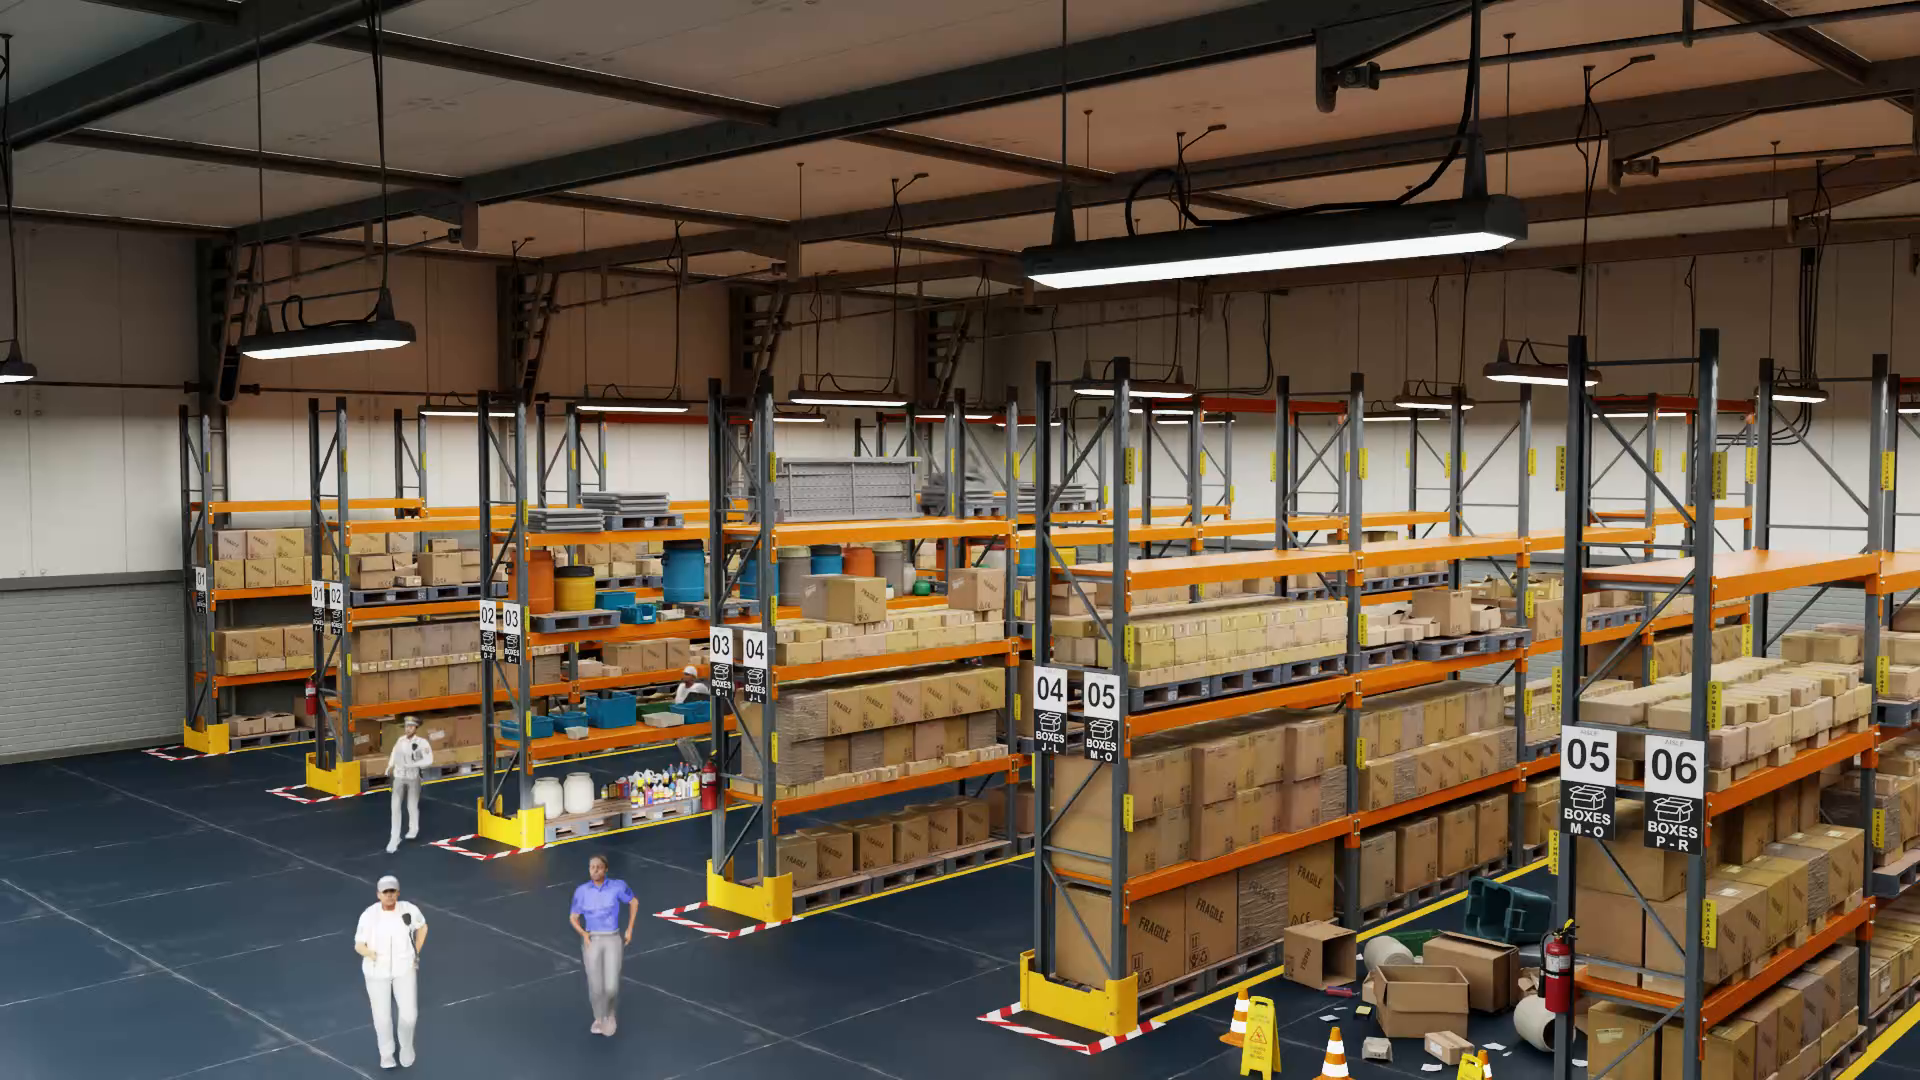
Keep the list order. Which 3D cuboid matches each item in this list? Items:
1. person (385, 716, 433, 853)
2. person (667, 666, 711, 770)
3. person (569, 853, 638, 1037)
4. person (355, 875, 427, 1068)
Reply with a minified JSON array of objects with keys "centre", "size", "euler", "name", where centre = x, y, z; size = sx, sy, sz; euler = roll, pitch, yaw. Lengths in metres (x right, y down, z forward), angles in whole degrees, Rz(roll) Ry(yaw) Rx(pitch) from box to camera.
[{"centre":[-7.229,3.170,21.846],"size":[0.646,1.742,0.793],"euler":[0,3,-3],"name":"person"},{"centre":[-4.313,2.896,26.270],"size":[0.678,1.807,0.659],"euler":[-3,4,-44],"name":"person"},{"centre":[-3.150,3.573,14.658],"size":[0.579,1.617,0.603],"euler":[0,3,-5],"name":"person"},{"centre":[-4.720,3.612,13.833],"size":[0.582,1.634,0.605],"euler":[-1,3,-20],"name":"person"}]
